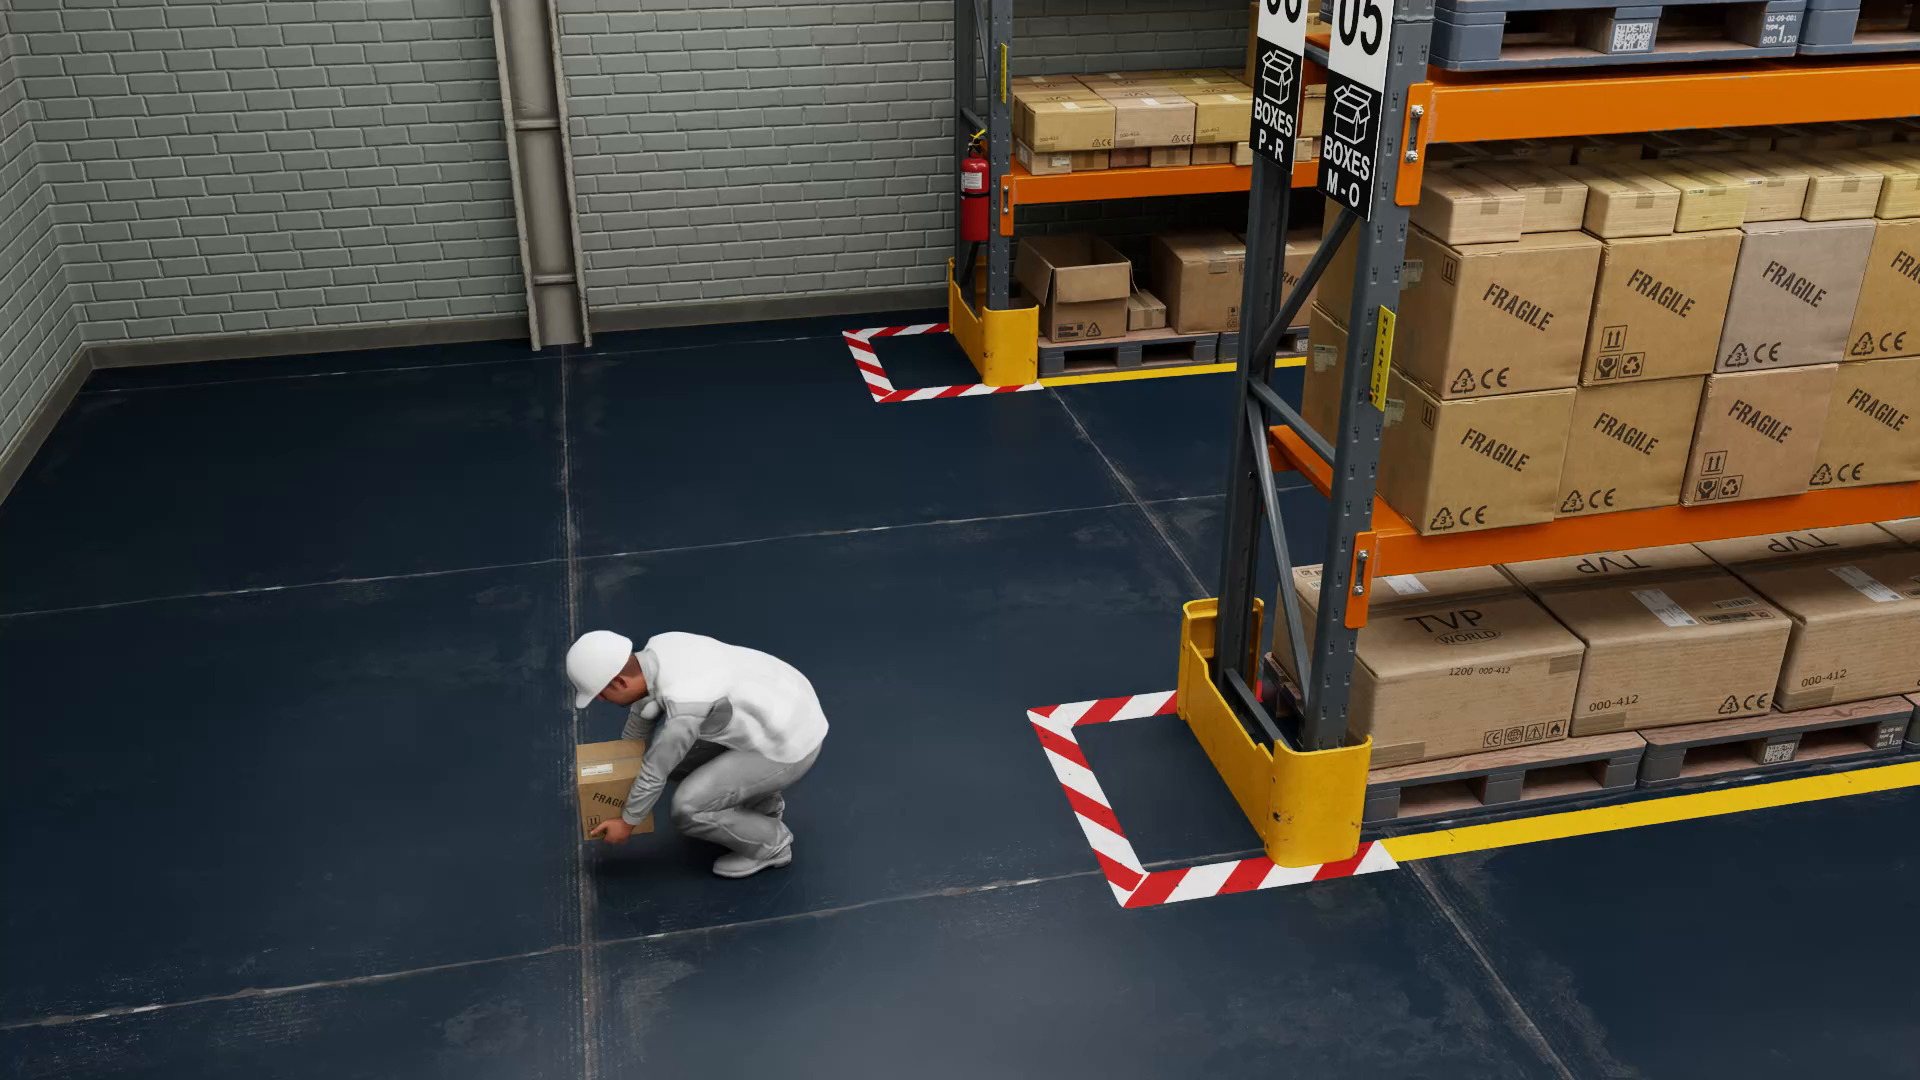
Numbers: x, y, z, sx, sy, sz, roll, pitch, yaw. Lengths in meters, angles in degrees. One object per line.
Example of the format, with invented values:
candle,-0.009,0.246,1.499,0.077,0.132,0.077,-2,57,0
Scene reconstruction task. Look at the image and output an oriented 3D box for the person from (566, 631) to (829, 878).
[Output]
person,-0.928,0.720,6.018,0.891,1.005,0.512,-7,27,-13
